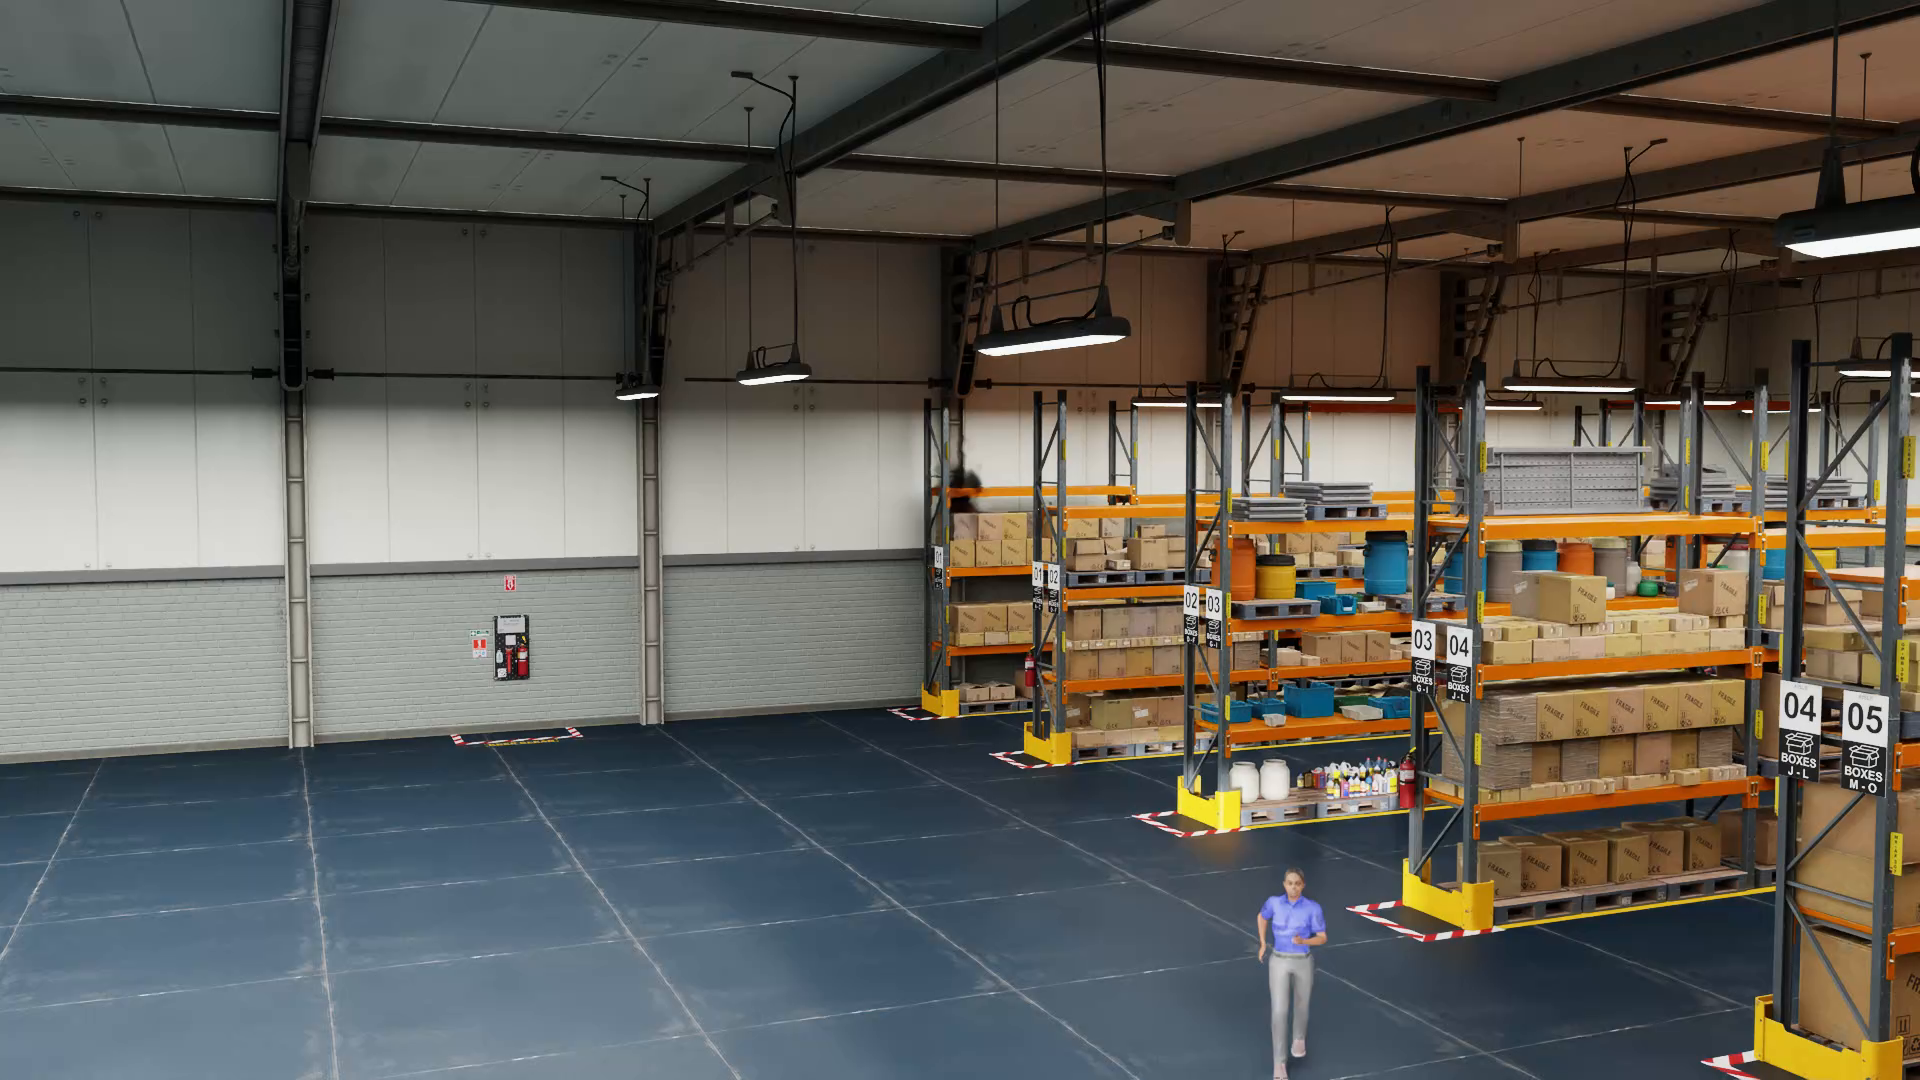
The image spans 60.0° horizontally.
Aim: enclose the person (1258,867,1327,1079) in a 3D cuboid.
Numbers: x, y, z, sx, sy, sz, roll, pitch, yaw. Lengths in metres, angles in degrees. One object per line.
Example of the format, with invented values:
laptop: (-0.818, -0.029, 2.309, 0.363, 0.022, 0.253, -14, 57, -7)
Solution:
person: (2.720, 3.524, 13.639, 0.554, 1.703, 0.825, 1, 3, 10)
